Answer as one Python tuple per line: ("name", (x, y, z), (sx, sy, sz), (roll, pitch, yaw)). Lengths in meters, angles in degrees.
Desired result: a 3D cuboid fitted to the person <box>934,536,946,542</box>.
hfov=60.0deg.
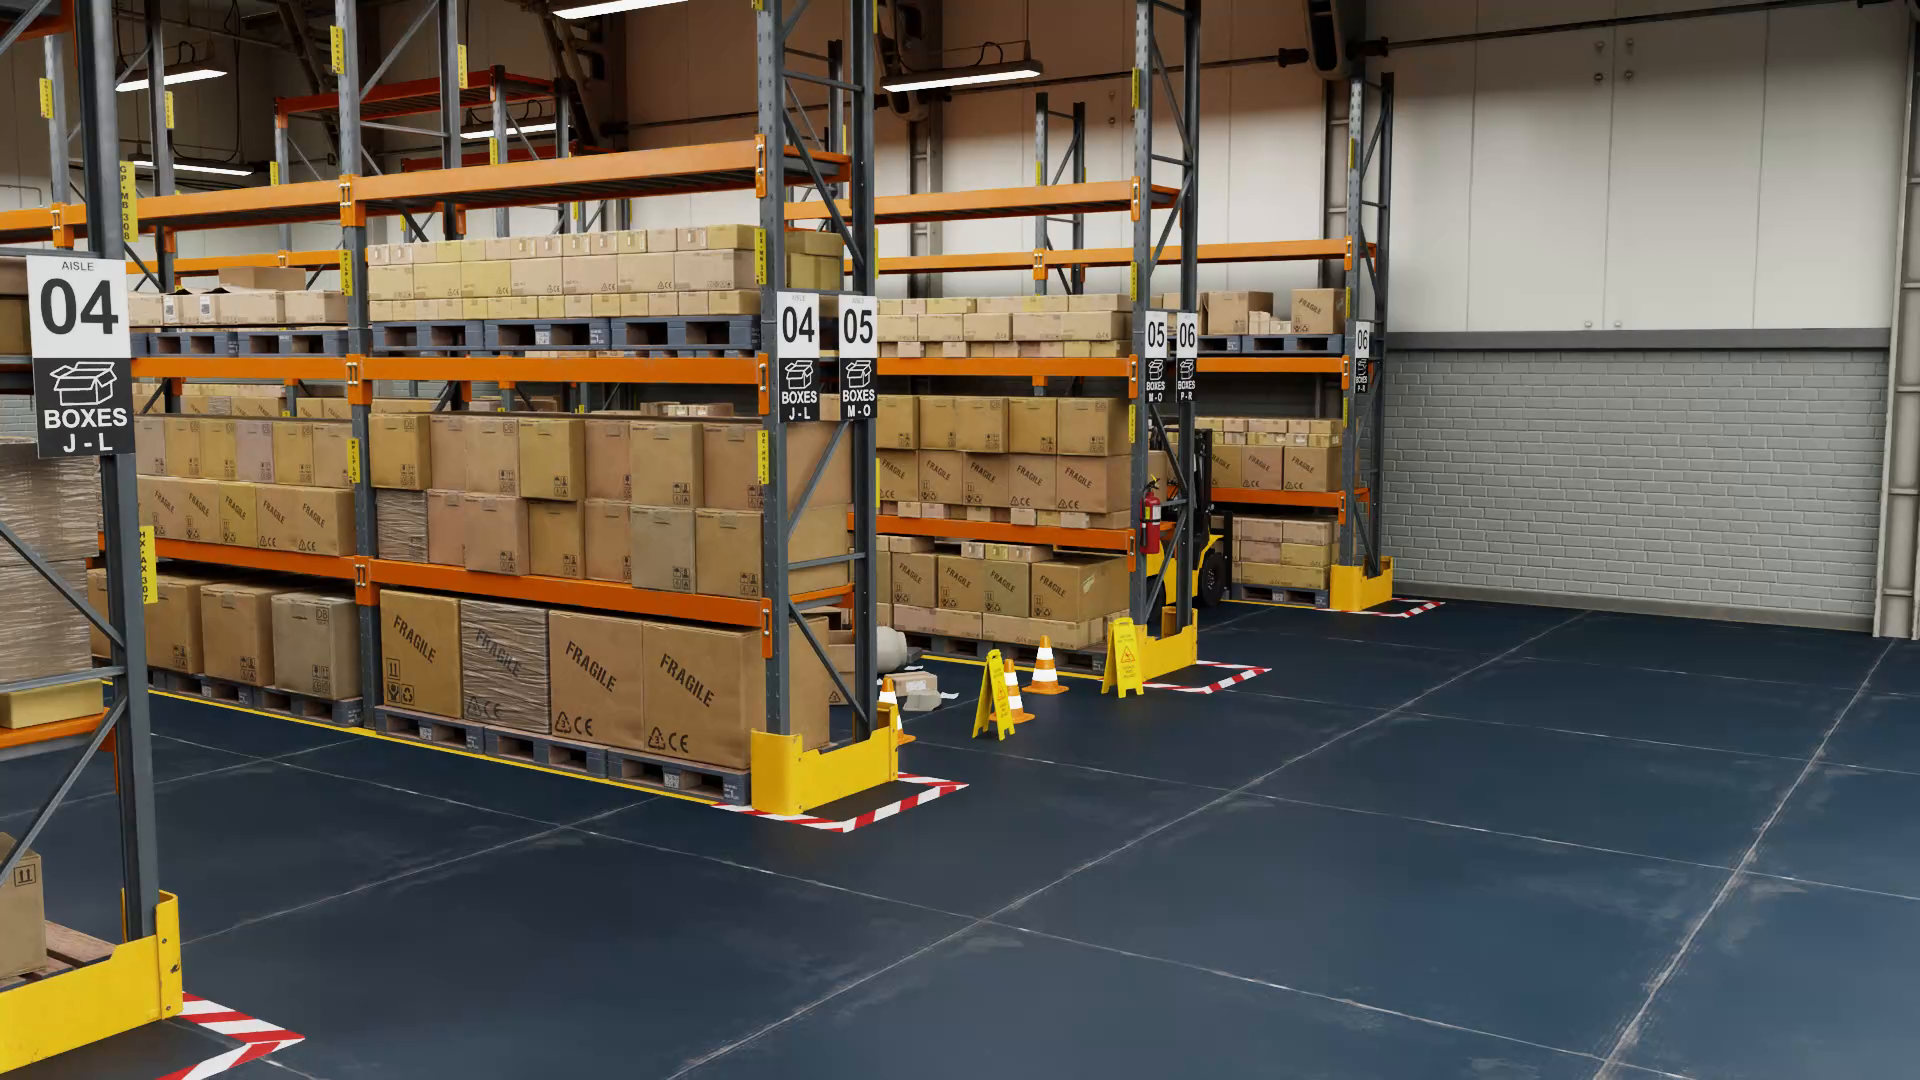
("person", (-0.322, -0.141, 19.240), (0.484, 1.858, 0.556), (4, 8, 34))
